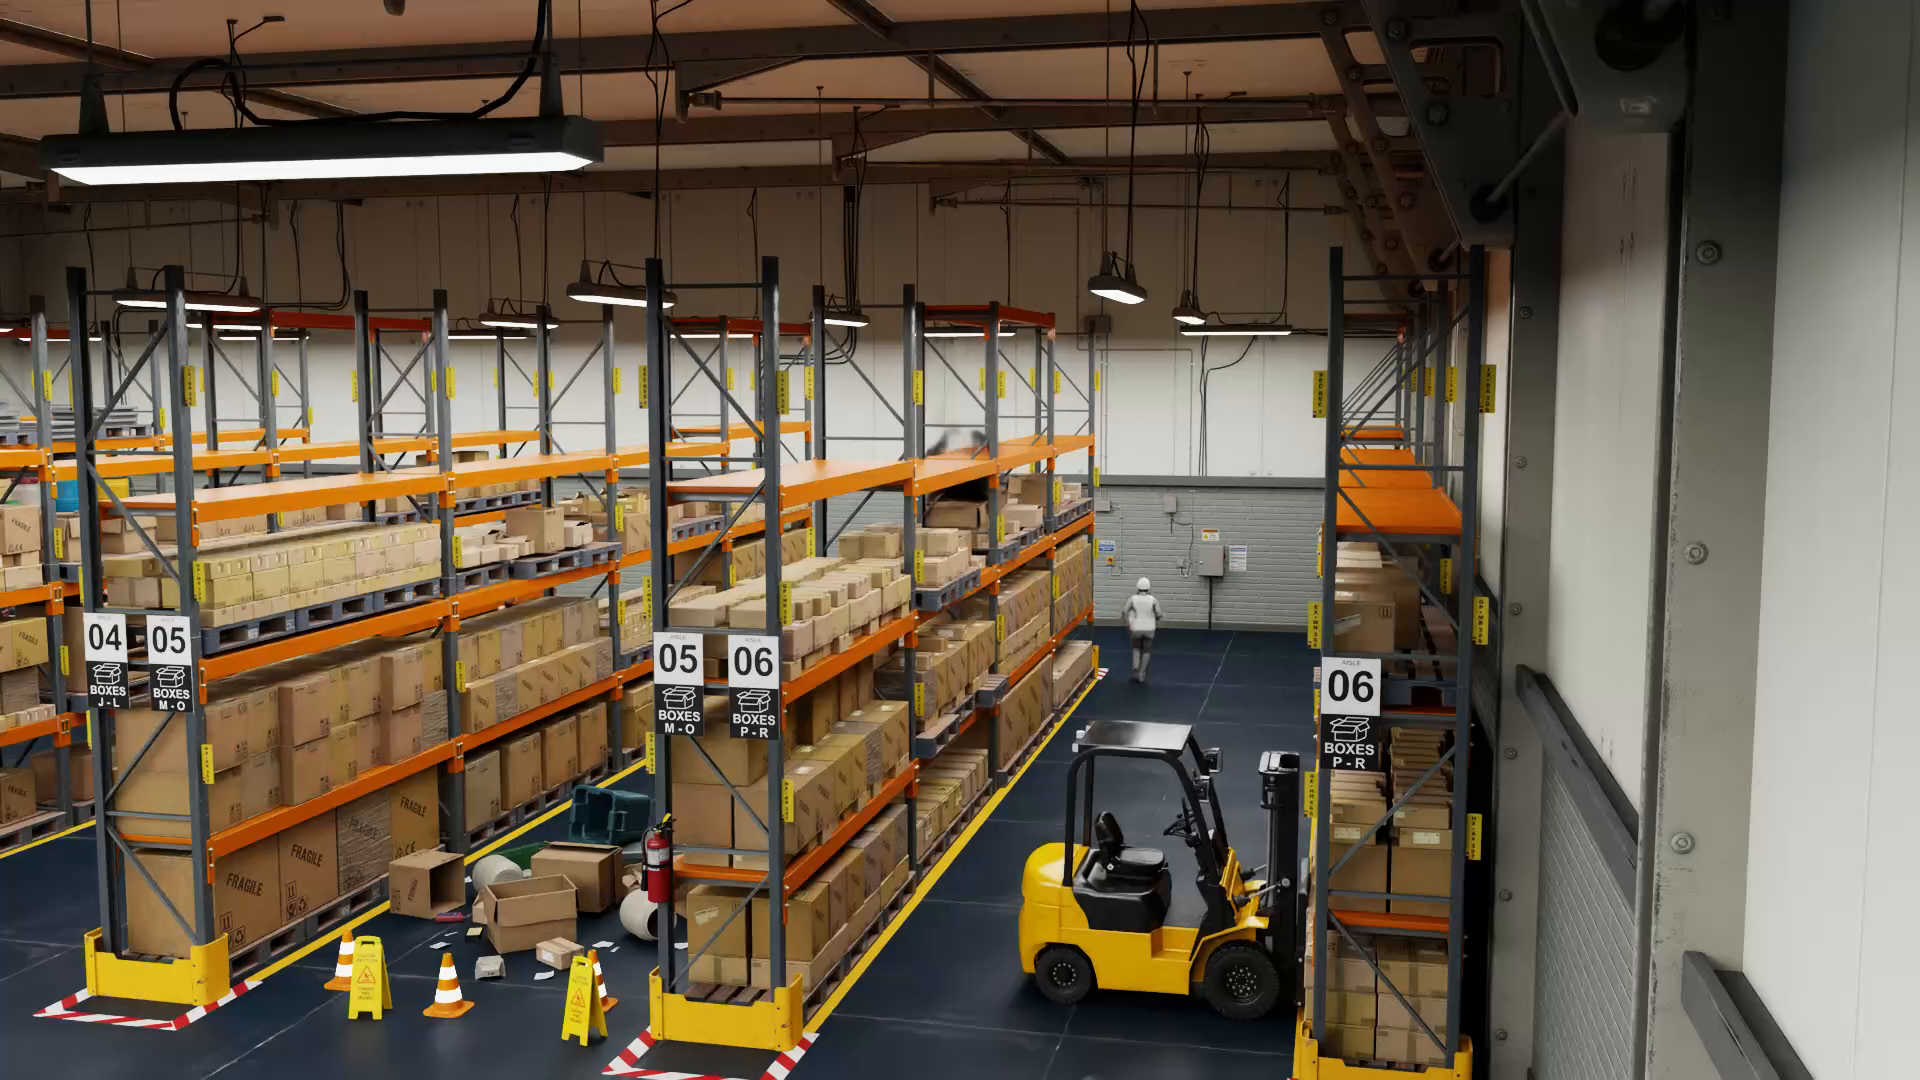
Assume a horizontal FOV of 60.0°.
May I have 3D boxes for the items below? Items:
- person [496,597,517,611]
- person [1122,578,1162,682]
[{"bbox_3d":[-7.136,1.641,26.463,0.693,1.736,0.636,1,6,8],"label":"person"},{"bbox_3d":[3.052,1.486,27.836,0.669,1.735,0.533,1,6,10],"label":"person"}]
